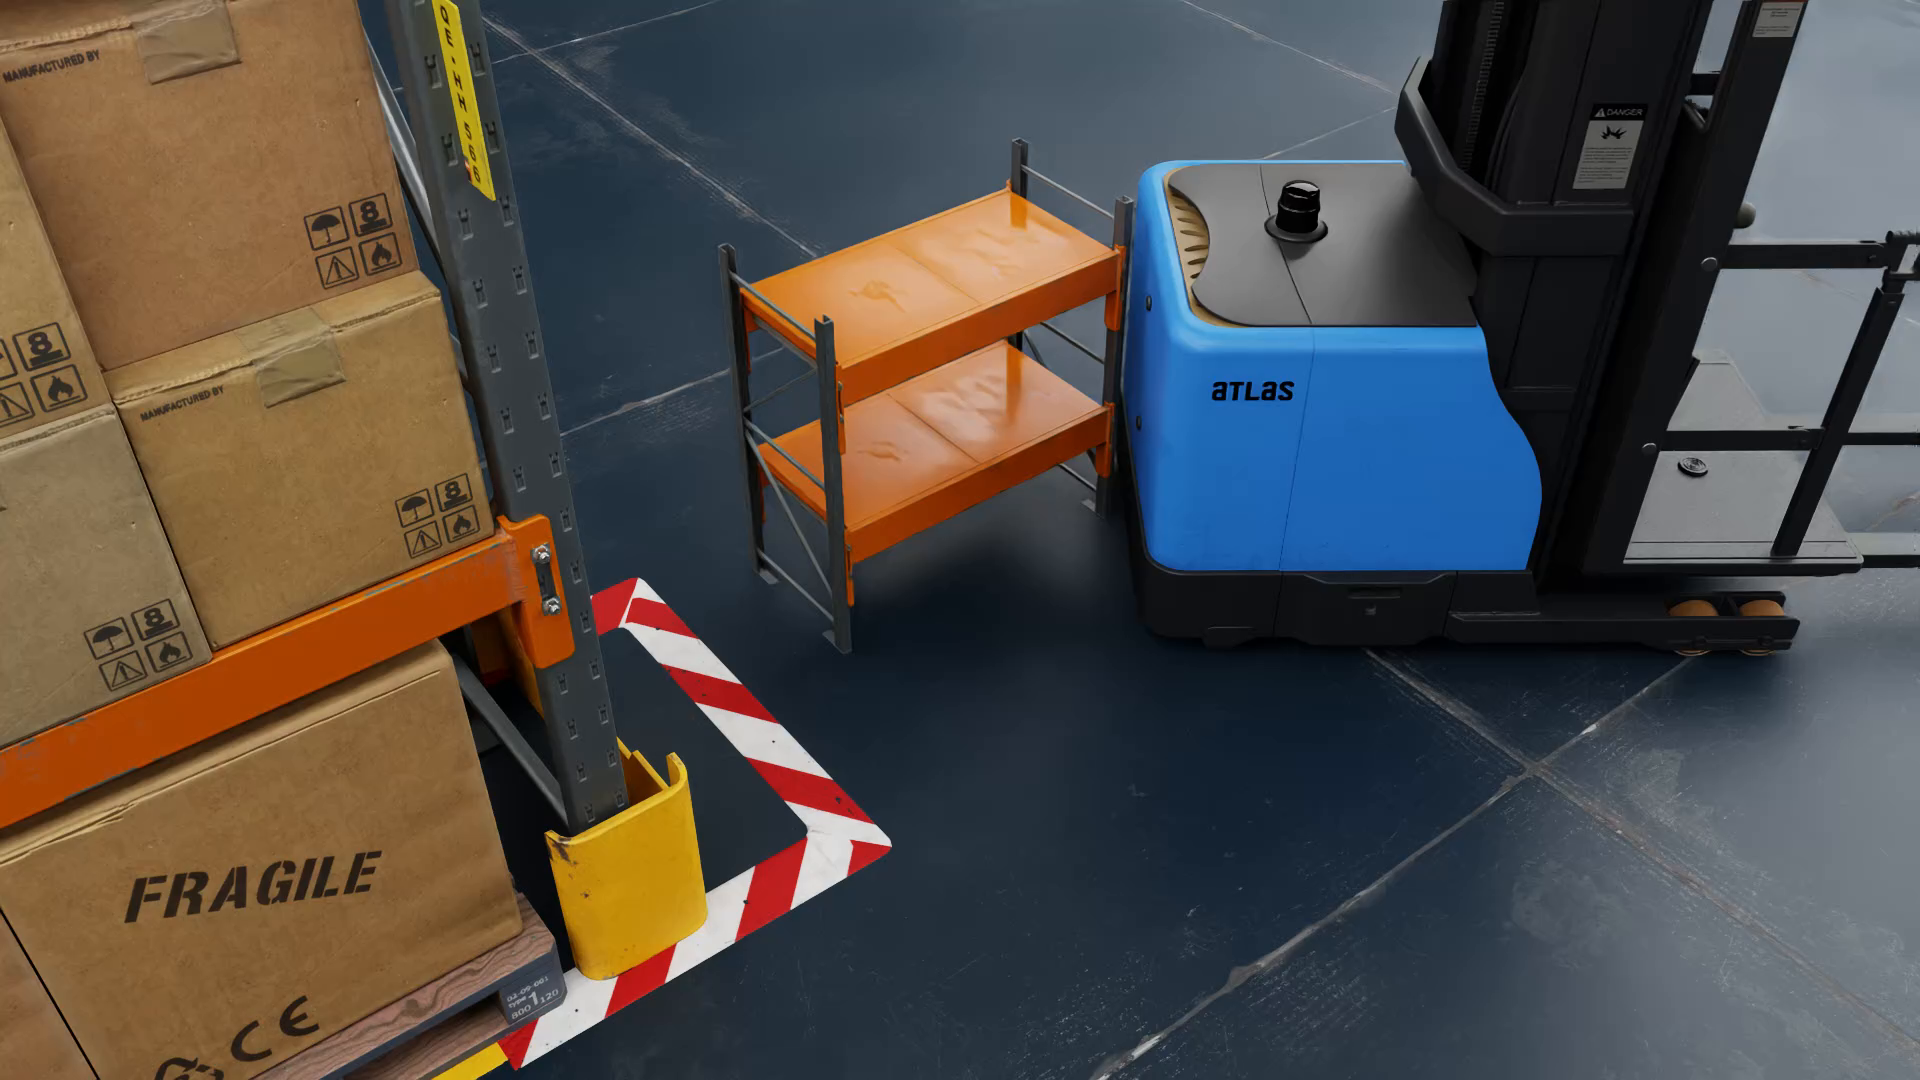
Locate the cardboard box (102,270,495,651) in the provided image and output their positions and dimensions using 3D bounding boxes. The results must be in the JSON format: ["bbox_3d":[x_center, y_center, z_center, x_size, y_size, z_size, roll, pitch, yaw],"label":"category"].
[{"bbox_3d":[-1.376,-0.334,3.174,0.550,0.550,0.875,-26,46,-28],"label":"cardboard box"}]

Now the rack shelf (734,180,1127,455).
[{"bbox_3d":[-0.081,-0.655,4.700,1.000,0.278,0.538,-27,46,-29],"label":"rack shelf"}]

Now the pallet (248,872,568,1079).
[{"bbox_3d":[-1.696,0.984,3.884,1.213,0.211,1.003,-26,46,-28],"label":"pallet"}]

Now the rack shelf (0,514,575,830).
[{"bbox_3d":[-2.696,0.609,2.710,4.000,0.370,1.077,-26,46,-28],"label":"rack shelf"}]

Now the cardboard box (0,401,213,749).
[{"bbox_3d":[-1.799,-0.110,2.901,0.550,0.550,0.875,-26,46,-28],"label":"cardboard box"}]

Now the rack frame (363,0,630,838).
[{"bbox_3d":[-1.110,-0.442,3.424,0.127,3.000,1.000,-26,46,-28],"label":"rack frame"}]

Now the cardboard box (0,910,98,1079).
[{"bbox_3d":[-2.304,0.853,3.189,0.875,0.875,0.875,-27,46,-29],"label":"cardboard box"}]

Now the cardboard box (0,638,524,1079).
[{"bbox_3d":[-1.607,0.512,3.605,0.875,0.875,0.875,-26,46,-28],"label":"cardboard box"}]

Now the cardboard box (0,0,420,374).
[{"bbox_3d":[-1.428,-0.794,2.883,0.550,0.550,0.875,-26,46,-28],"label":"cardboard box"}]

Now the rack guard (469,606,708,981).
[{"bbox_3d":[-1.091,0.515,4.228,0.348,0.500,1.175,-26,46,-28],"label":"rack guard"}]

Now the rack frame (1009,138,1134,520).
[{"bbox_3d":[0.318,-0.628,5.129,0.032,1.125,0.500,-27,46,-29],"label":"rack frame"}]

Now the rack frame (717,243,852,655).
[{"bbox_3d":[-0.481,-0.230,4.643,0.032,1.125,0.500,-27,46,-29],"label":"rack frame"}]

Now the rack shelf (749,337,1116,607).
[{"bbox_3d":[-0.081,-0.240,5.041,1.000,0.278,0.538,-27,46,-29],"label":"rack shelf"}]

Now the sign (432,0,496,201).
[{"bbox_3d":[-0.790,-0.703,2.642,0.005,0.325,0.100,-26,46,-28],"label":"sign"}]

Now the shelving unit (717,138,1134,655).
[{"bbox_3d":[-0.081,-0.429,4.886,1.048,1.125,0.538,-27,46,-29],"label":"shelving unit"}]

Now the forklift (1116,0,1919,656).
[{"bbox_3d":[2.033,-1.134,4.322,3.031,2.935,1.130,0,39,0],"label":"forklift"}]

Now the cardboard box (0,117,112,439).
[{"bbox_3d":[-1.808,-0.535,2.567,0.550,0.550,0.875,-26,46,-28],"label":"cardboard box"}]
